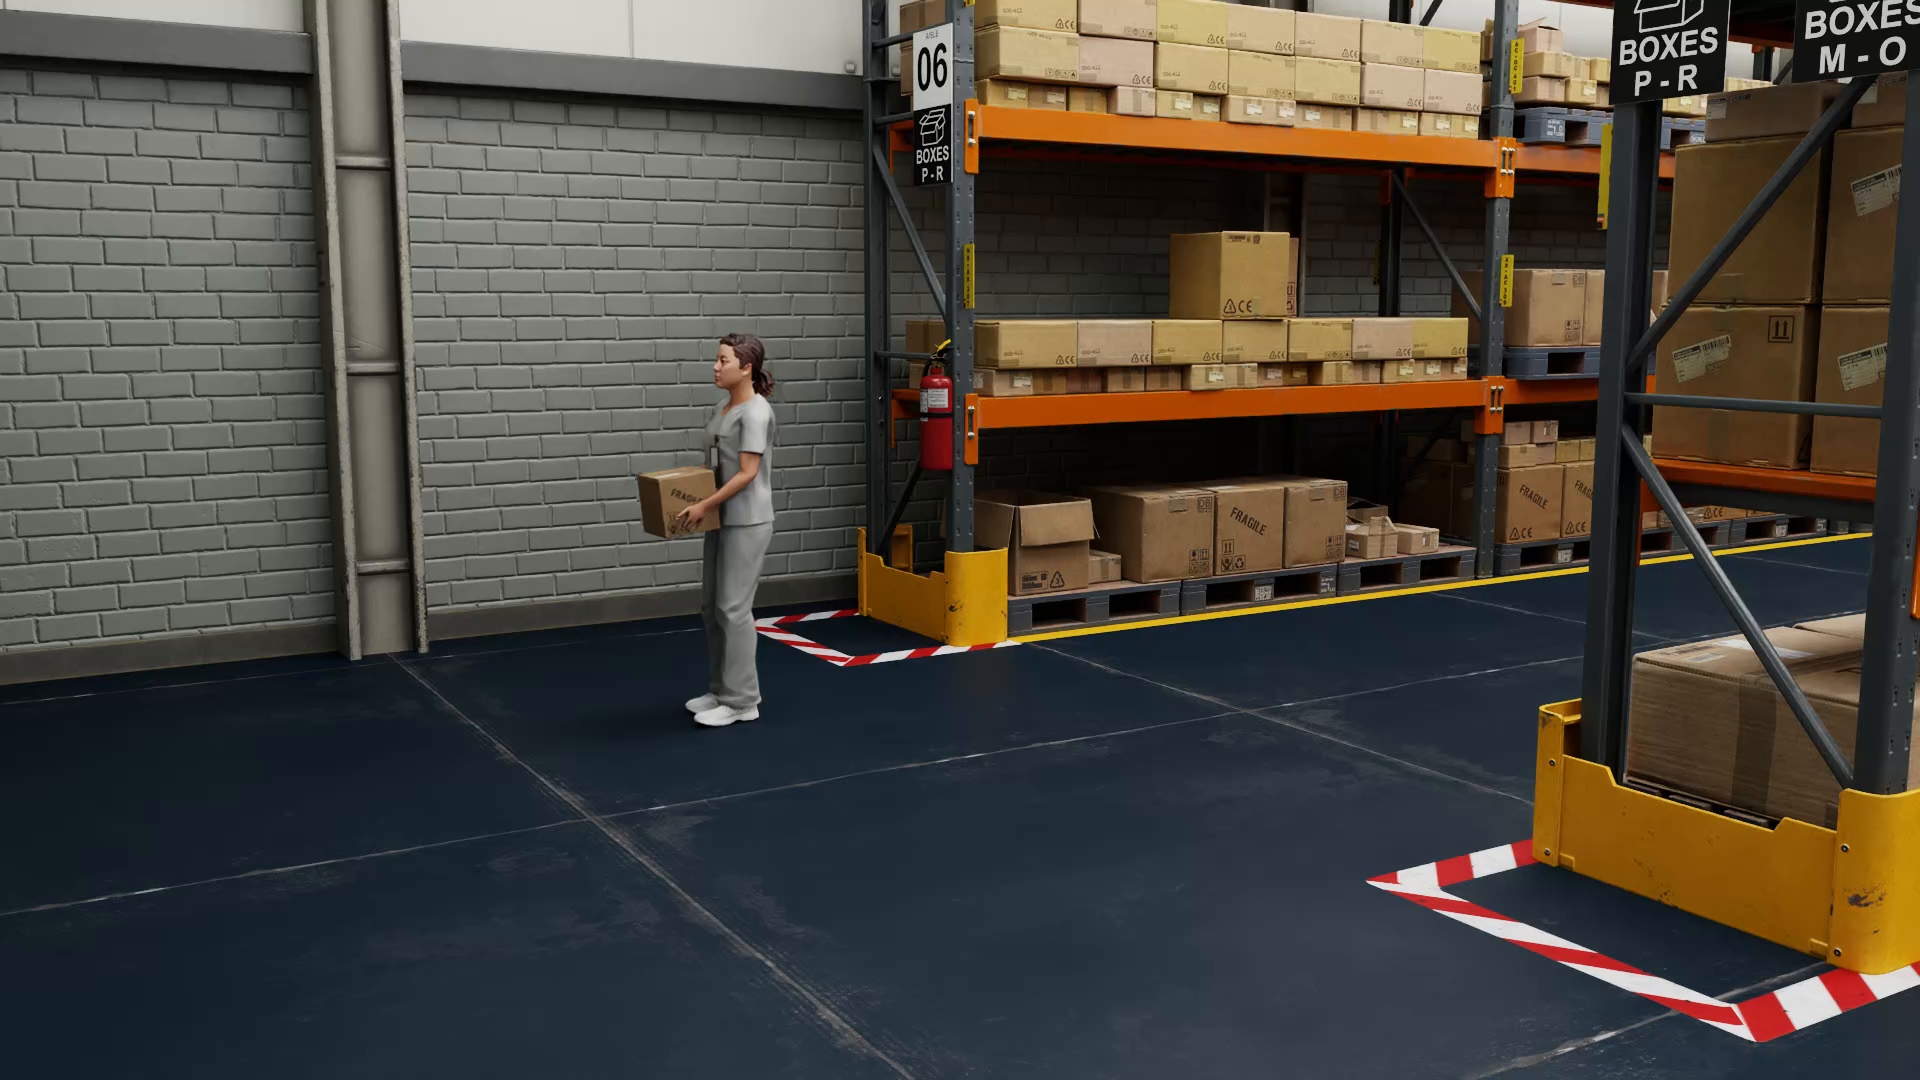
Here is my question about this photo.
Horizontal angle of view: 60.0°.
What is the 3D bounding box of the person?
[{"bbox_3d":[-1.030,-0.048,7.165,0.498,1.674,0.460,-5,10,-31],"label":"person"}]
